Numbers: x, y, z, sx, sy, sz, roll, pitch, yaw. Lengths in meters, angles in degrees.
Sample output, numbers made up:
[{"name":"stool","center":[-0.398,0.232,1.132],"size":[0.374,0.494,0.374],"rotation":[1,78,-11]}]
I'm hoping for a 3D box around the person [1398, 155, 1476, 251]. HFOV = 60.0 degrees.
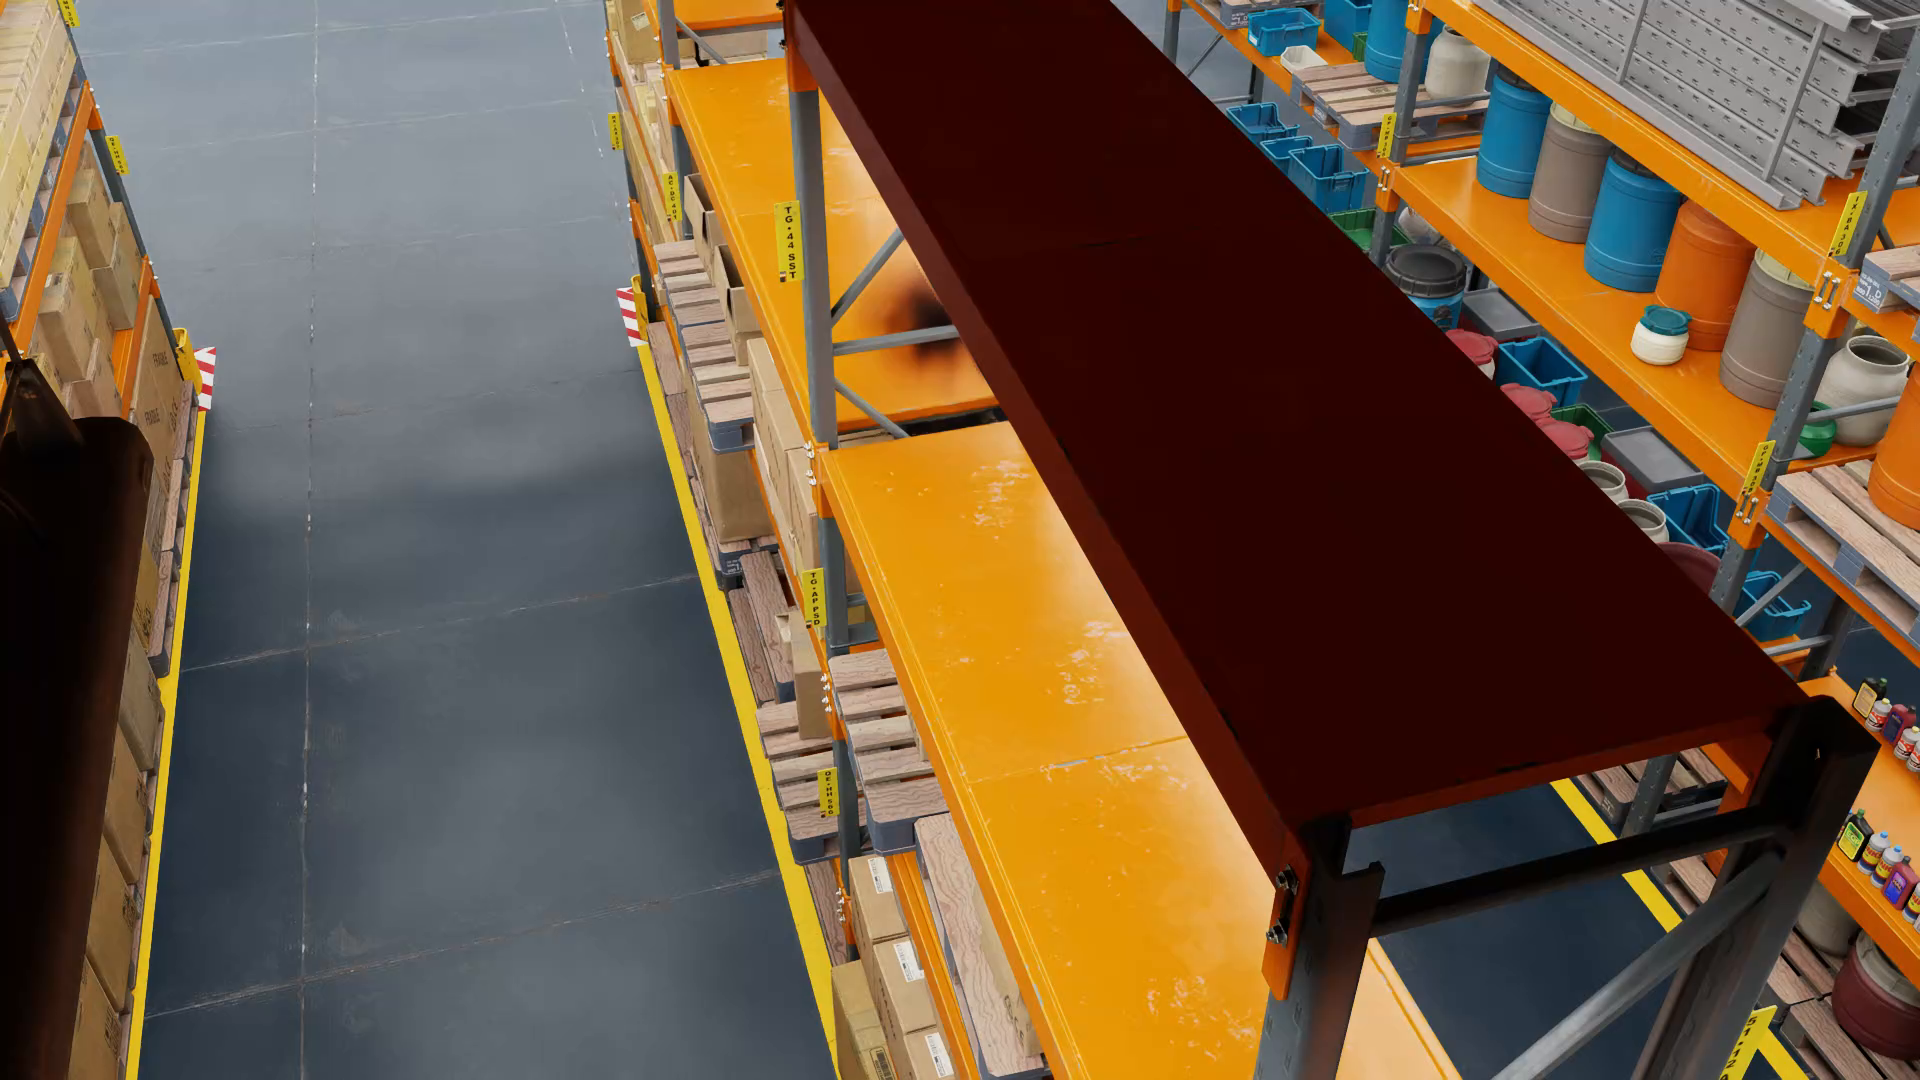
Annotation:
[{"name":"person","center":[4.305,-2.925,15.094],"size":[0.728,1.805,0.965],"rotation":[-8,39,-10]}]
